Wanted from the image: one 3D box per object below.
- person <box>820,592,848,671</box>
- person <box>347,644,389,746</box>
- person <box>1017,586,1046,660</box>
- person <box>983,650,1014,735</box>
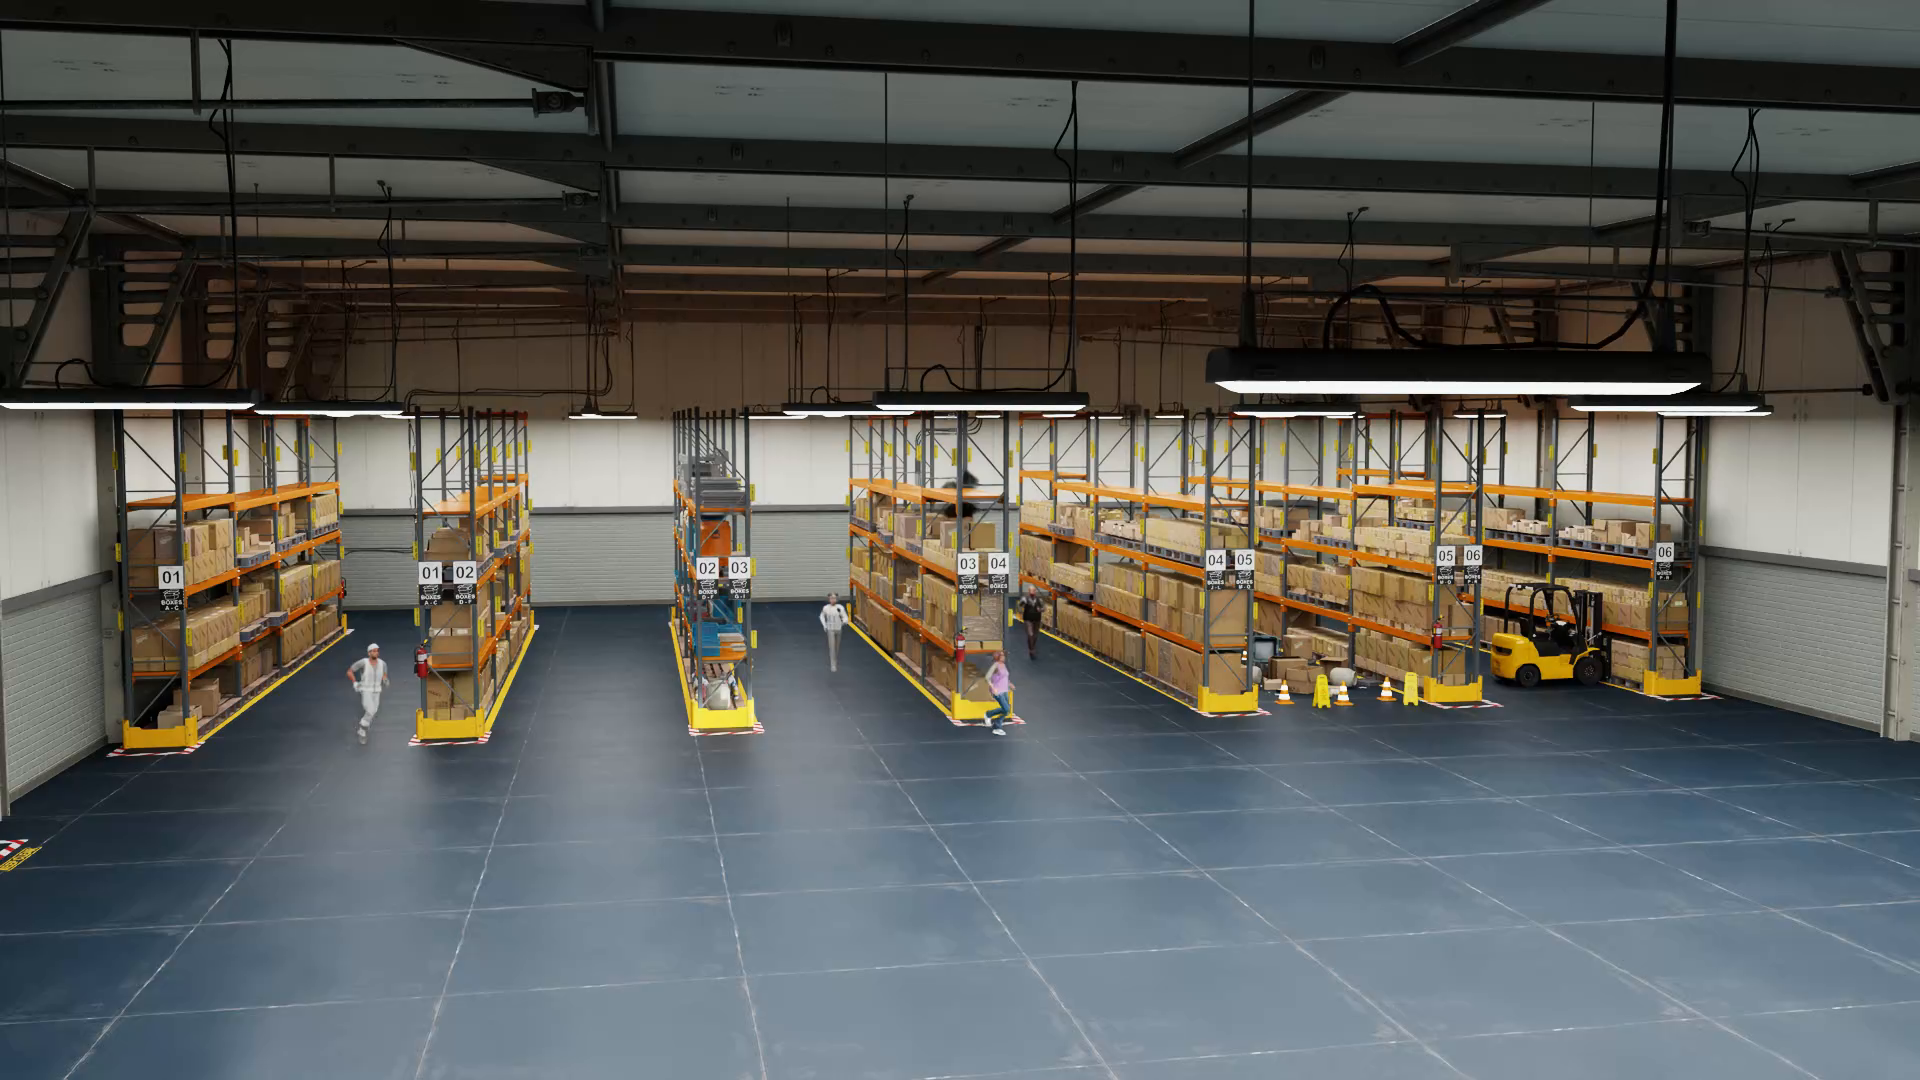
[{"bbox_3d":[-2.747,1.994,36.385,0.610,1.728,0.775,-1,4,-11],"label":"person"},{"bbox_3d":[-10.508,2.742,29.688,0.724,1.789,0.651,3,5,40],"label":"person"},{"bbox_3d":[1.745,1.984,40.164,0.649,1.730,0.938,-1,4,-15],"label":"person"},{"bbox_3d":[0.719,2.791,30.452,0.545,1.556,0.545,2,5,30],"label":"person"}]
